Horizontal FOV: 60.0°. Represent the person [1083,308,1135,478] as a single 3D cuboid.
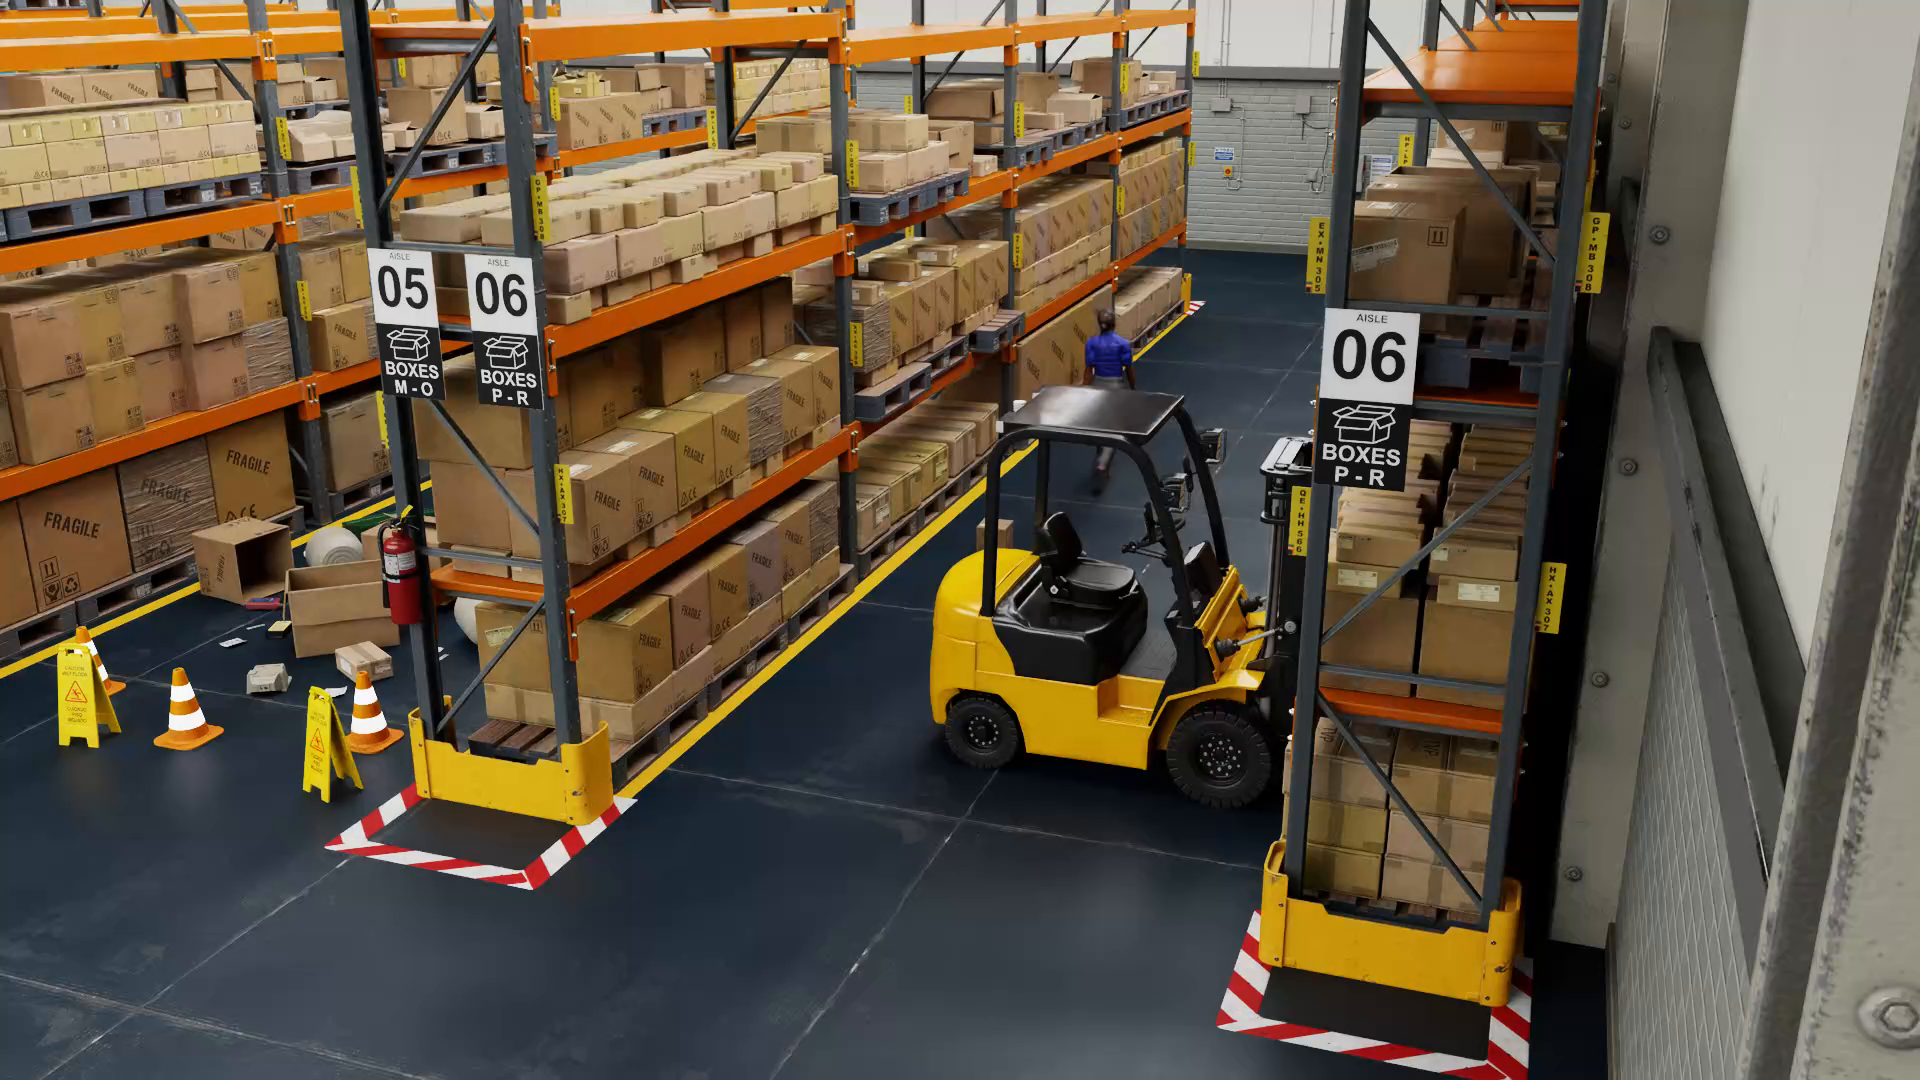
[{"bbox_3d":[1.395,-1.373,15.591,0.468,1.613,0.906,6,20,18],"label":"person"}]
